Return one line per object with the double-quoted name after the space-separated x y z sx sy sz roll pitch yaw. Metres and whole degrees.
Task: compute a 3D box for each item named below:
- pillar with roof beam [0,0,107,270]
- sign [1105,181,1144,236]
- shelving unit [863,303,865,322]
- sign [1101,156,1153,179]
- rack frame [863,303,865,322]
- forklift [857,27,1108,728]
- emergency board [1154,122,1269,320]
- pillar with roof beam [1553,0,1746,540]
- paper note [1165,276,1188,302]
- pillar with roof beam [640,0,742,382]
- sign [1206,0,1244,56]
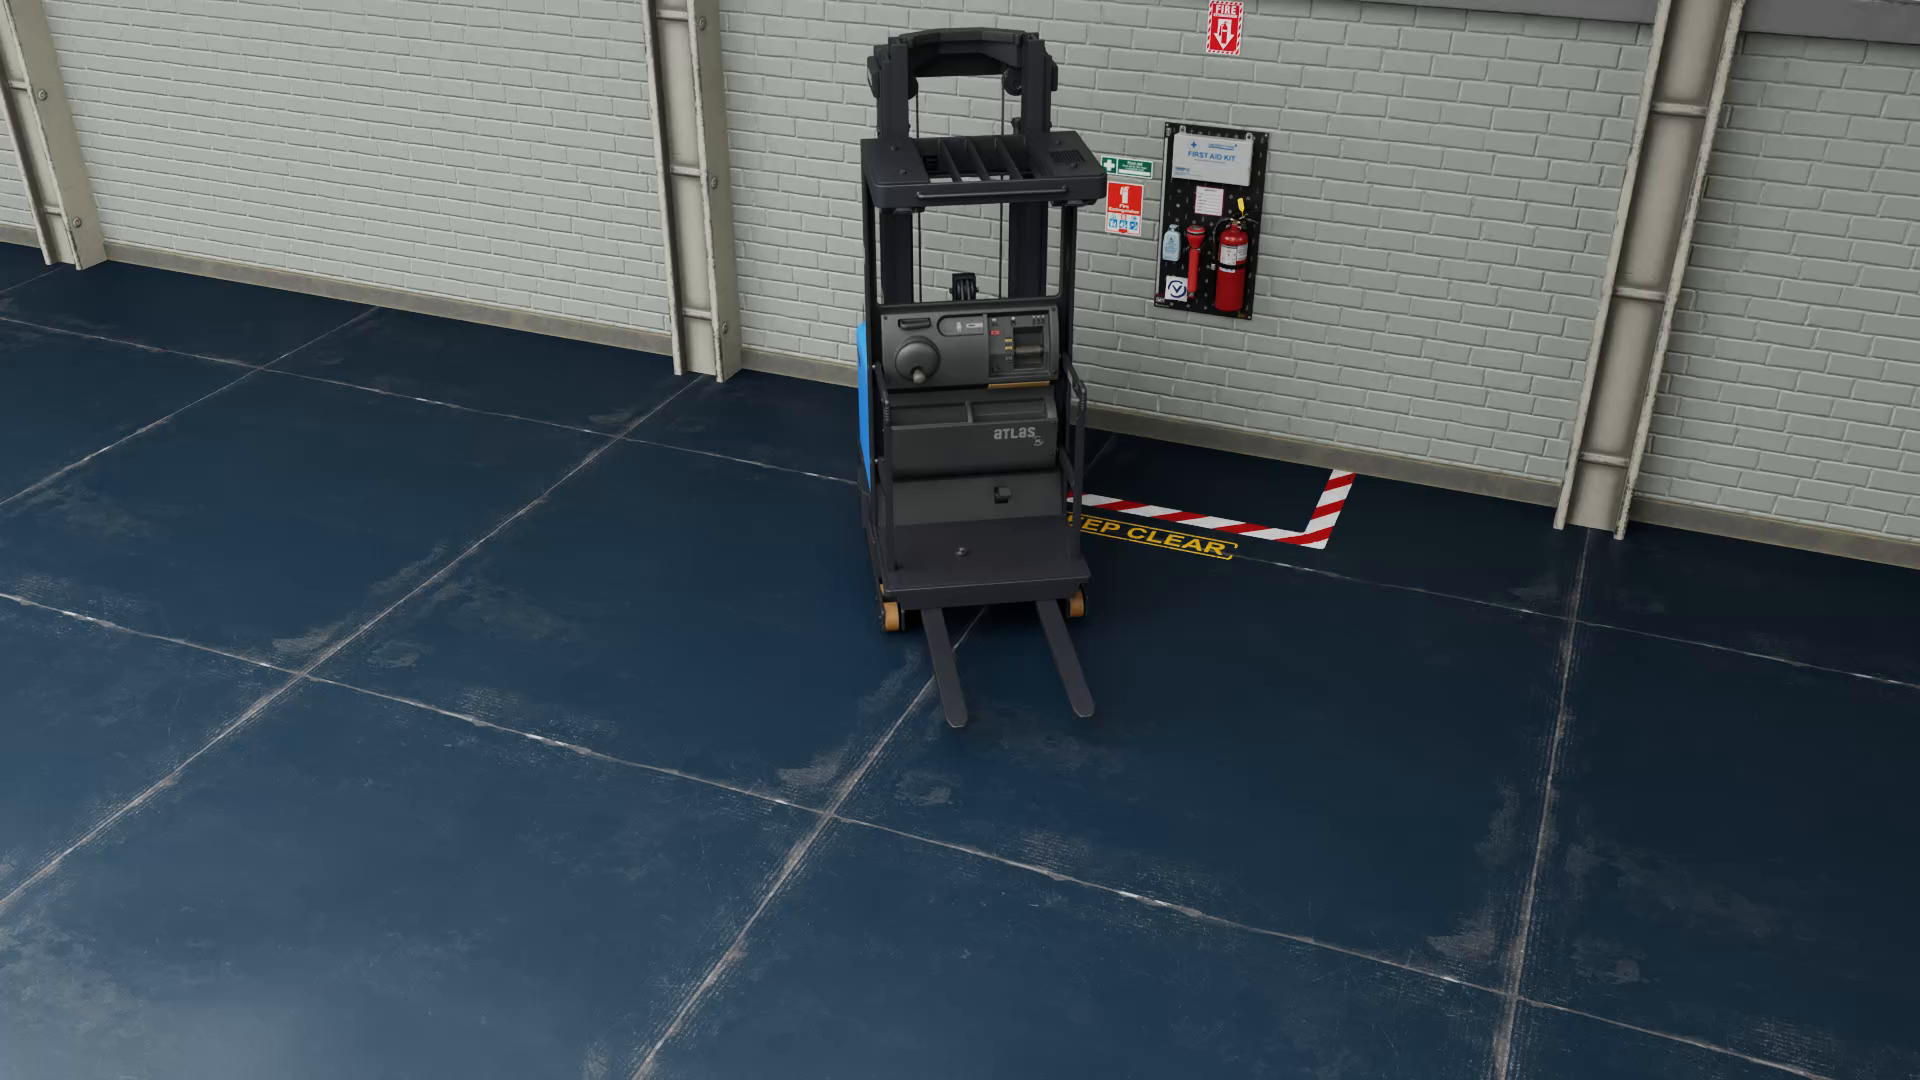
-8.973 -4.281 8.178 0.400 9.000 9.100 11 31 19 "pillar with roof beam"
1.016 -2.051 10.294 0.234 0.329 0.001 11 31 19 "sign"
-0.463 -0.948 10.360 0.252 1.050 0.215 -2 30 -3 "shelving unit"
1.017 -2.277 10.155 0.331 0.109 0.001 11 31 19 "sign"
-0.585 -0.944 10.353 0.008 1.050 0.200 -2 30 -3 "rack frame"
0.087 -0.969 8.486 1.130 2.935 3.031 -4 30 -7 "forklift"
1.490 -1.886 10.039 0.643 1.169 0.194 11 31 19 "emergency board"
2.147 -2.060 4.250 0.400 9.000 9.100 11 31 19 "pillar with roof beam"
1.351 -1.567 10.369 0.142 0.148 0.016 11 31 19 "paper note"
-3.413 -3.170 6.214 0.400 9.000 9.100 11 31 19 "pillar with roof beam"
1.520 -2.942 9.551 0.199 0.298 0.001 11 31 19 "sign"
